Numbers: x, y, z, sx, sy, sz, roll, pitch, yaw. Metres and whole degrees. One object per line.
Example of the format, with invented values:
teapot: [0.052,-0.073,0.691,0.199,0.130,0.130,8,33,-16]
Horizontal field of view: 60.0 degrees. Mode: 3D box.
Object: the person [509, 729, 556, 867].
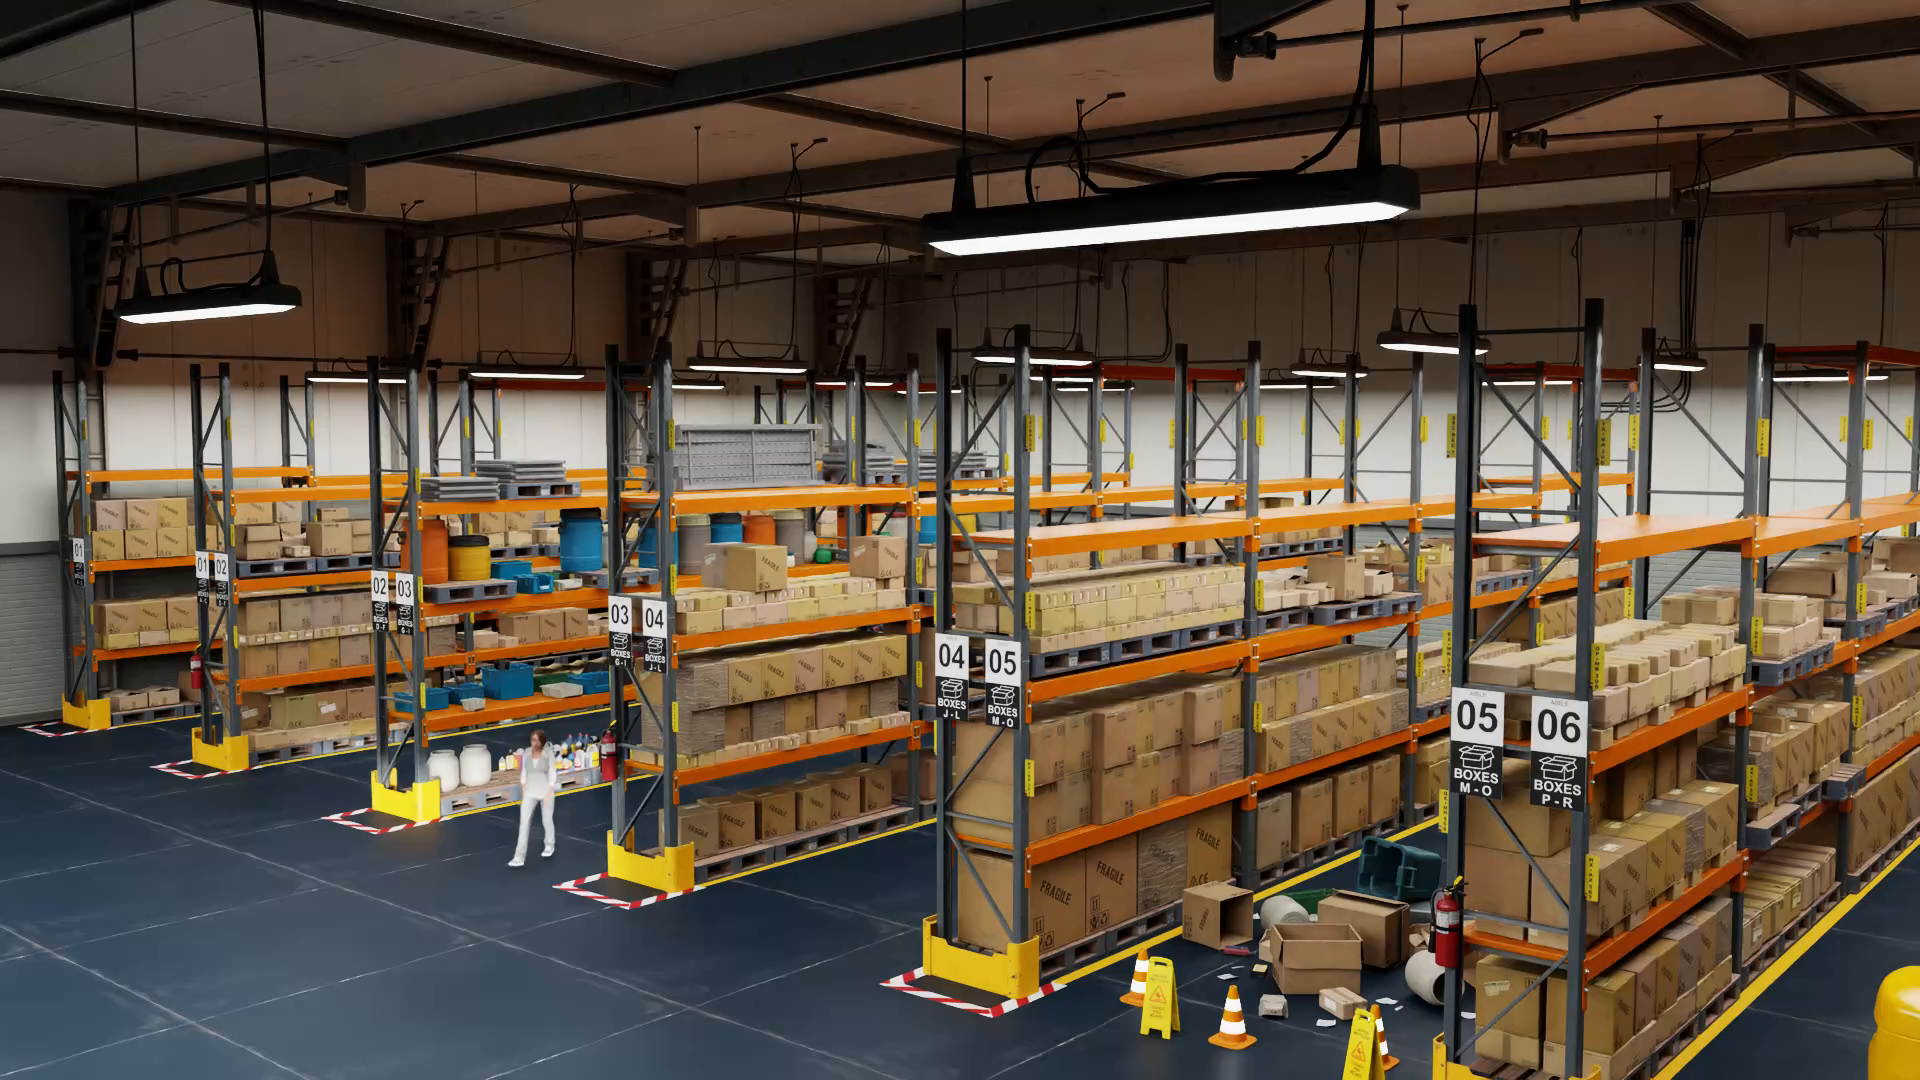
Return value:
person: [-4.929,2.994,19.304,0.481,1.519,0.947,0,4,-6]
